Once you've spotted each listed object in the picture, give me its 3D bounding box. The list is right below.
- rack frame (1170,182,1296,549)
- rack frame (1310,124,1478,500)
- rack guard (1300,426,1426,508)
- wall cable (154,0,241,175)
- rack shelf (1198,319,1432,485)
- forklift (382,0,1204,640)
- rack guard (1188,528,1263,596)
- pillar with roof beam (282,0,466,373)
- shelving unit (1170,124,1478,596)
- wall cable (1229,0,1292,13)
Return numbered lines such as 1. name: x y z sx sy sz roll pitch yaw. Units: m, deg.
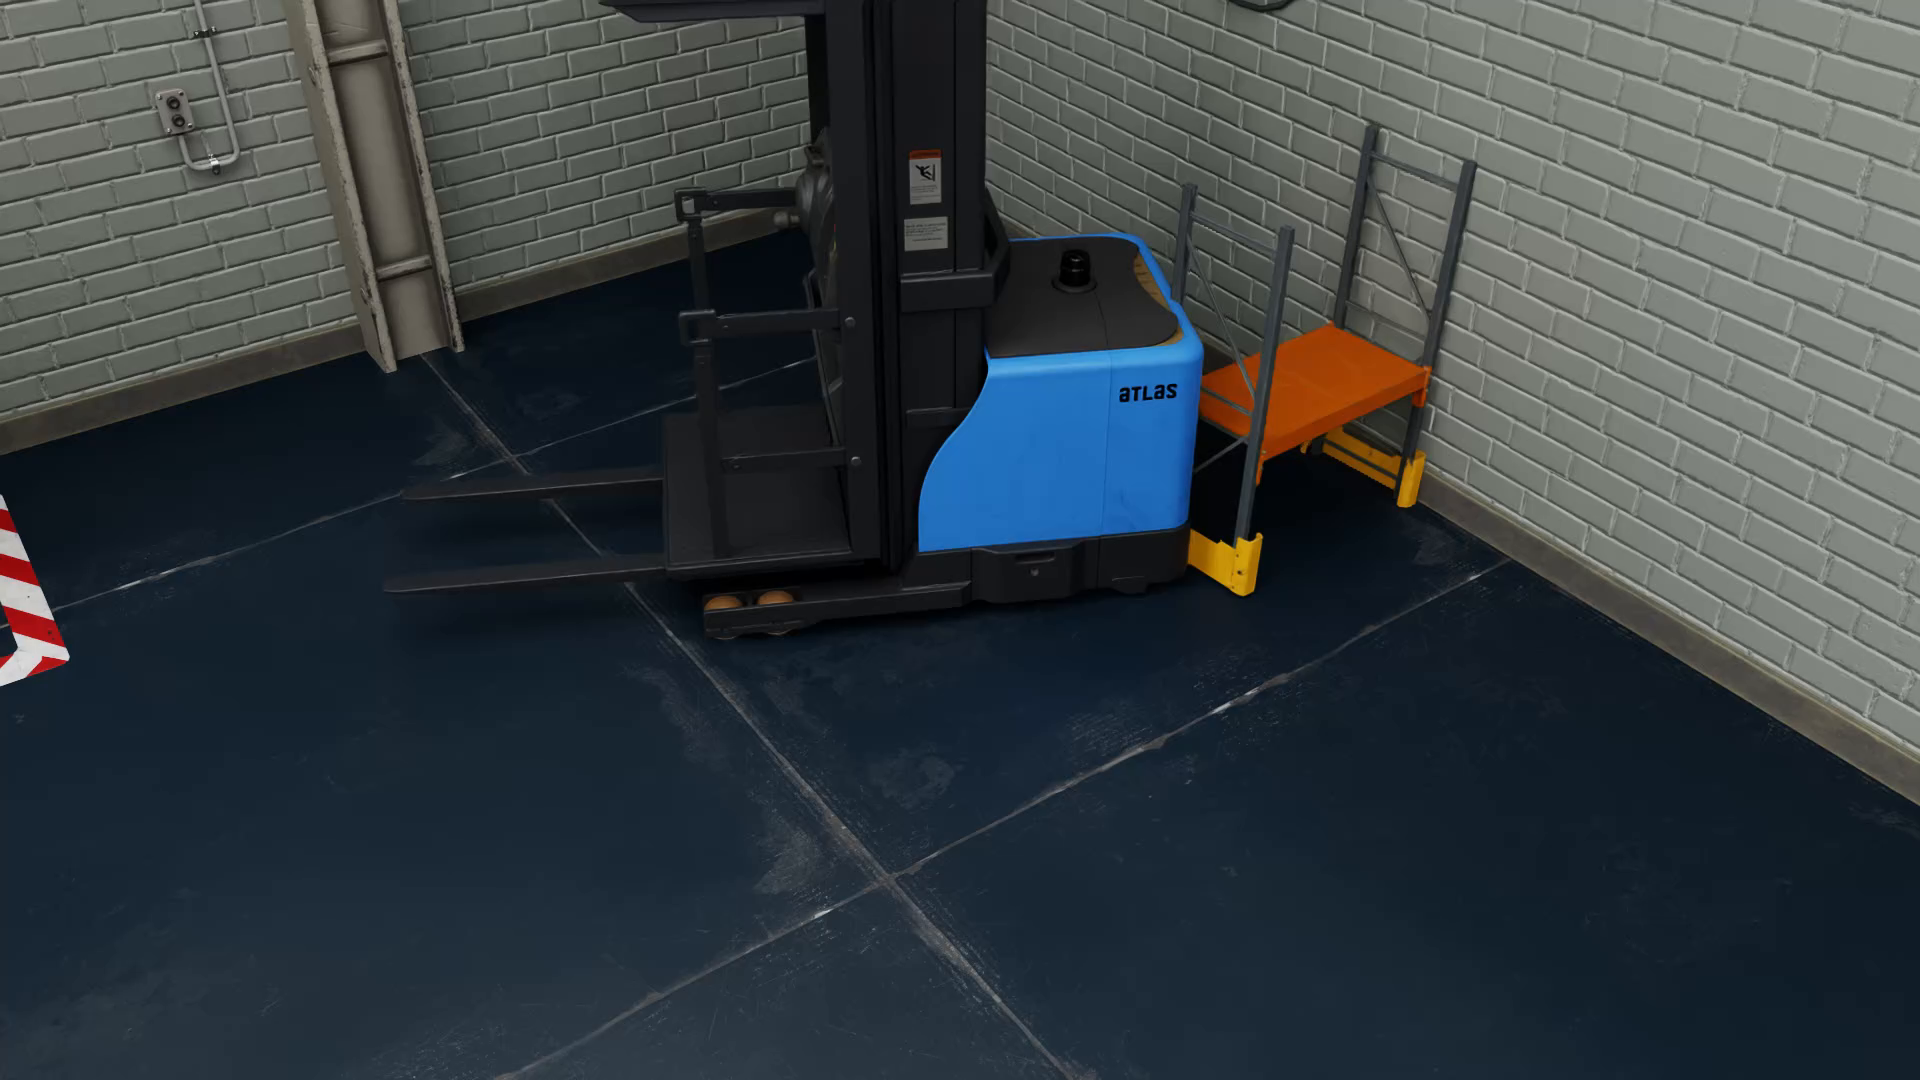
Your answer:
1. rack frame: 0.940 -0.538 6.179 0.032 1.500 0.500 -24 42 -33
2. rack frame: 1.724 -0.881 6.727 0.032 1.500 0.500 -24 42 -33
3. rack guard: 1.705 -0.363 7.077 0.087 0.250 0.587 -24 42 -33
4. wall cable: -3.840 -2.117 6.255 1.851 1.984 0.084 -22 41 -28
5. rack shelf: 1.327 -0.561 6.554 1.000 0.185 0.538 -24 42 -33
6. forklift: -0.677 -1.147 5.835 3.031 2.935 1.130 -5 36 -7
7. rack guard: 0.936 -0.028 6.539 0.087 0.250 0.587 -24 42 -33
8. pillar with roof beam: -0.153 -2.525 2.553 0.400 9.000 9.100 -22 41 -28
9. shelving unit: 1.339 -0.713 6.458 1.083 1.500 0.587 -24 42 -33
10. wall cable: 0.487 -3.730 6.888 0.112 2.526 3.097 -22 41 -28
